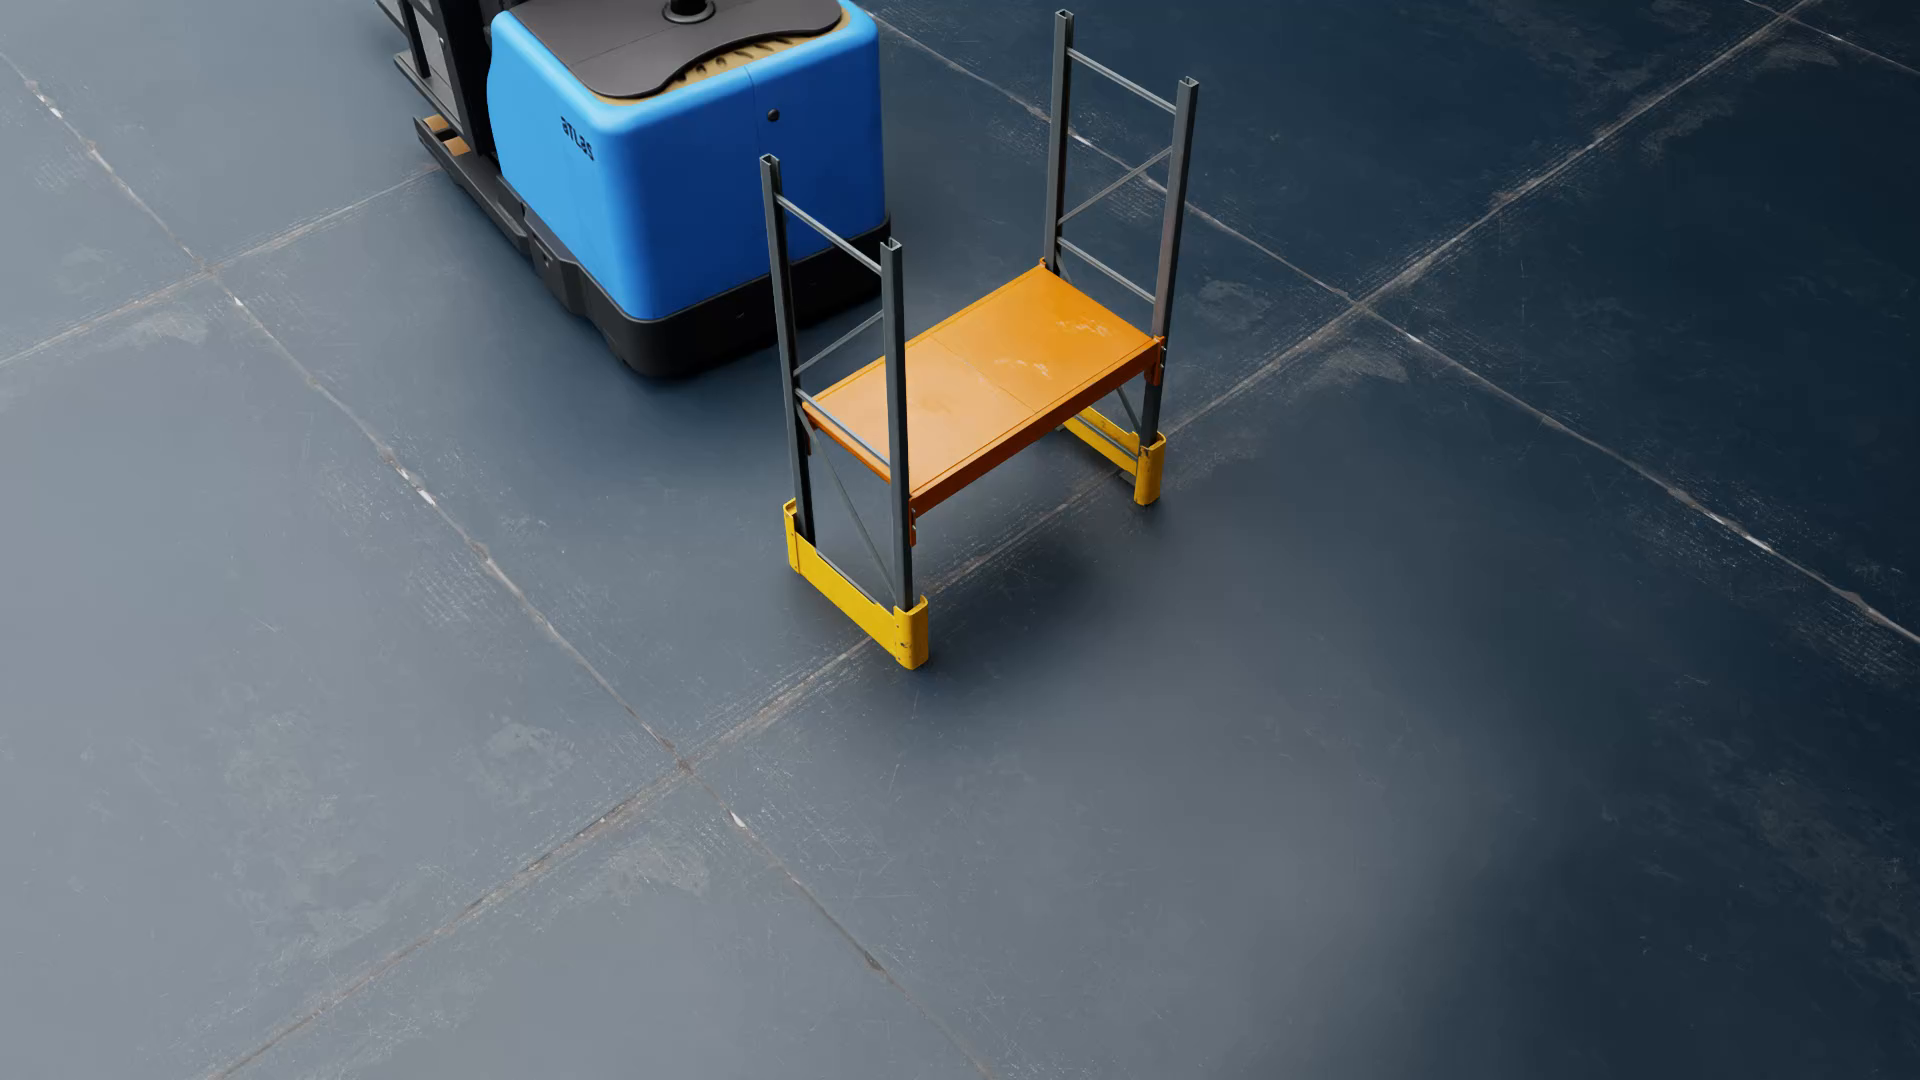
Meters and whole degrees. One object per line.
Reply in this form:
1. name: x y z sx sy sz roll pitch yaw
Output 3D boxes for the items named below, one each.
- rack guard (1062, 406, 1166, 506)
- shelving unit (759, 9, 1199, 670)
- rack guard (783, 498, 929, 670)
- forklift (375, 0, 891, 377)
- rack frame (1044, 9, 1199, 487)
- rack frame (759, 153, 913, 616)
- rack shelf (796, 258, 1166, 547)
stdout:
1. rack guard: 0.425 -0.369 5.420 0.087 0.250 0.587 -34 56 -27
2. shelving unit: 0.056 -0.546 4.734 1.083 1.500 0.587 -34 56 -27
3. rack guard: -0.312 0.124 4.966 0.087 0.250 0.587 -34 56 -27
4. forklift: -1.512 -2.599 5.653 1.130 2.935 3.031 -28 53 -23
5. rack frame: 0.439 -0.802 4.970 0.032 1.500 0.500 -34 56 -27
6. rack frame: -0.313 -0.299 4.506 0.032 1.500 0.500 -34 56 -27
7. rack shelf: 0.063 -0.429 4.870 1.000 0.185 0.538 -34 56 -27
